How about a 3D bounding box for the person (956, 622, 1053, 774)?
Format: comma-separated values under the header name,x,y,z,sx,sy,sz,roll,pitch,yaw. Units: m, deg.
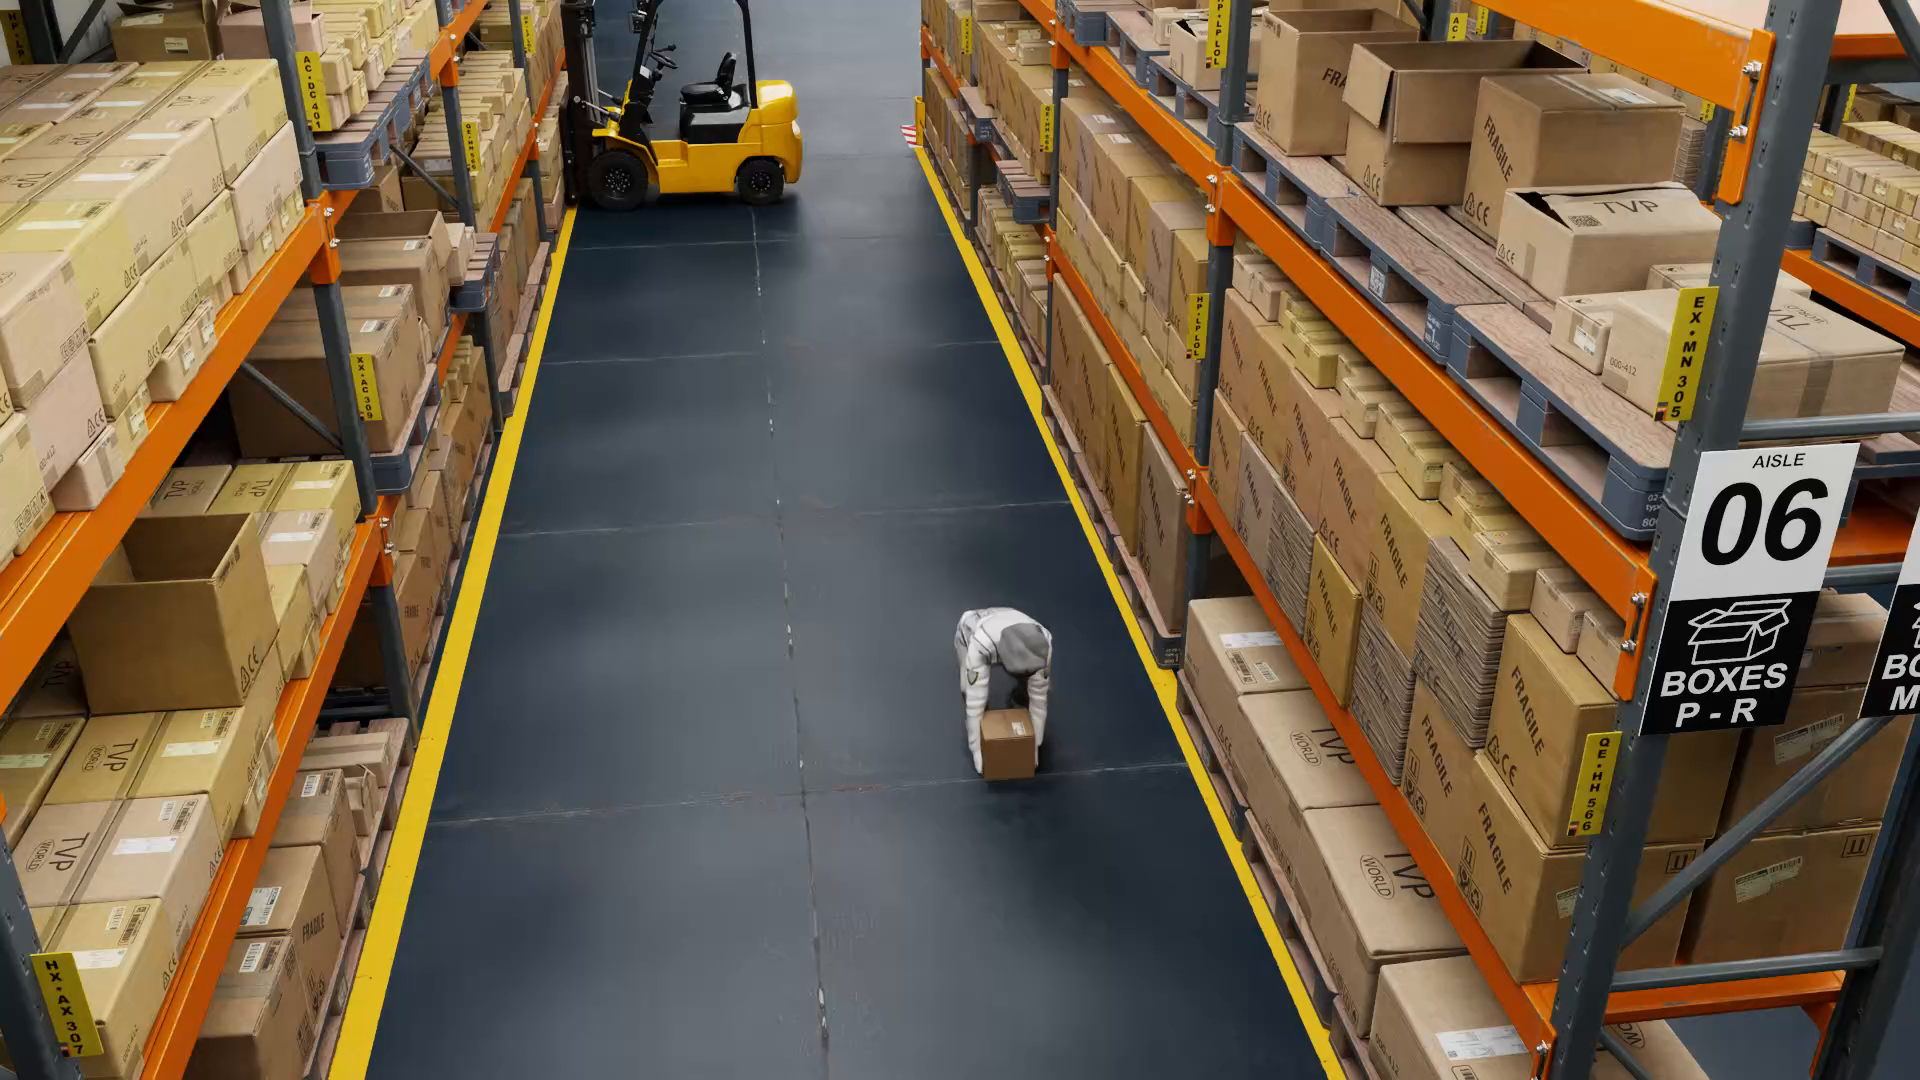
name,x,y,z,sx,sy,sz,roll,pitch,yaw
person,0.223,0.658,8.338,0.470,0.852,0.861,-4,28,-7
